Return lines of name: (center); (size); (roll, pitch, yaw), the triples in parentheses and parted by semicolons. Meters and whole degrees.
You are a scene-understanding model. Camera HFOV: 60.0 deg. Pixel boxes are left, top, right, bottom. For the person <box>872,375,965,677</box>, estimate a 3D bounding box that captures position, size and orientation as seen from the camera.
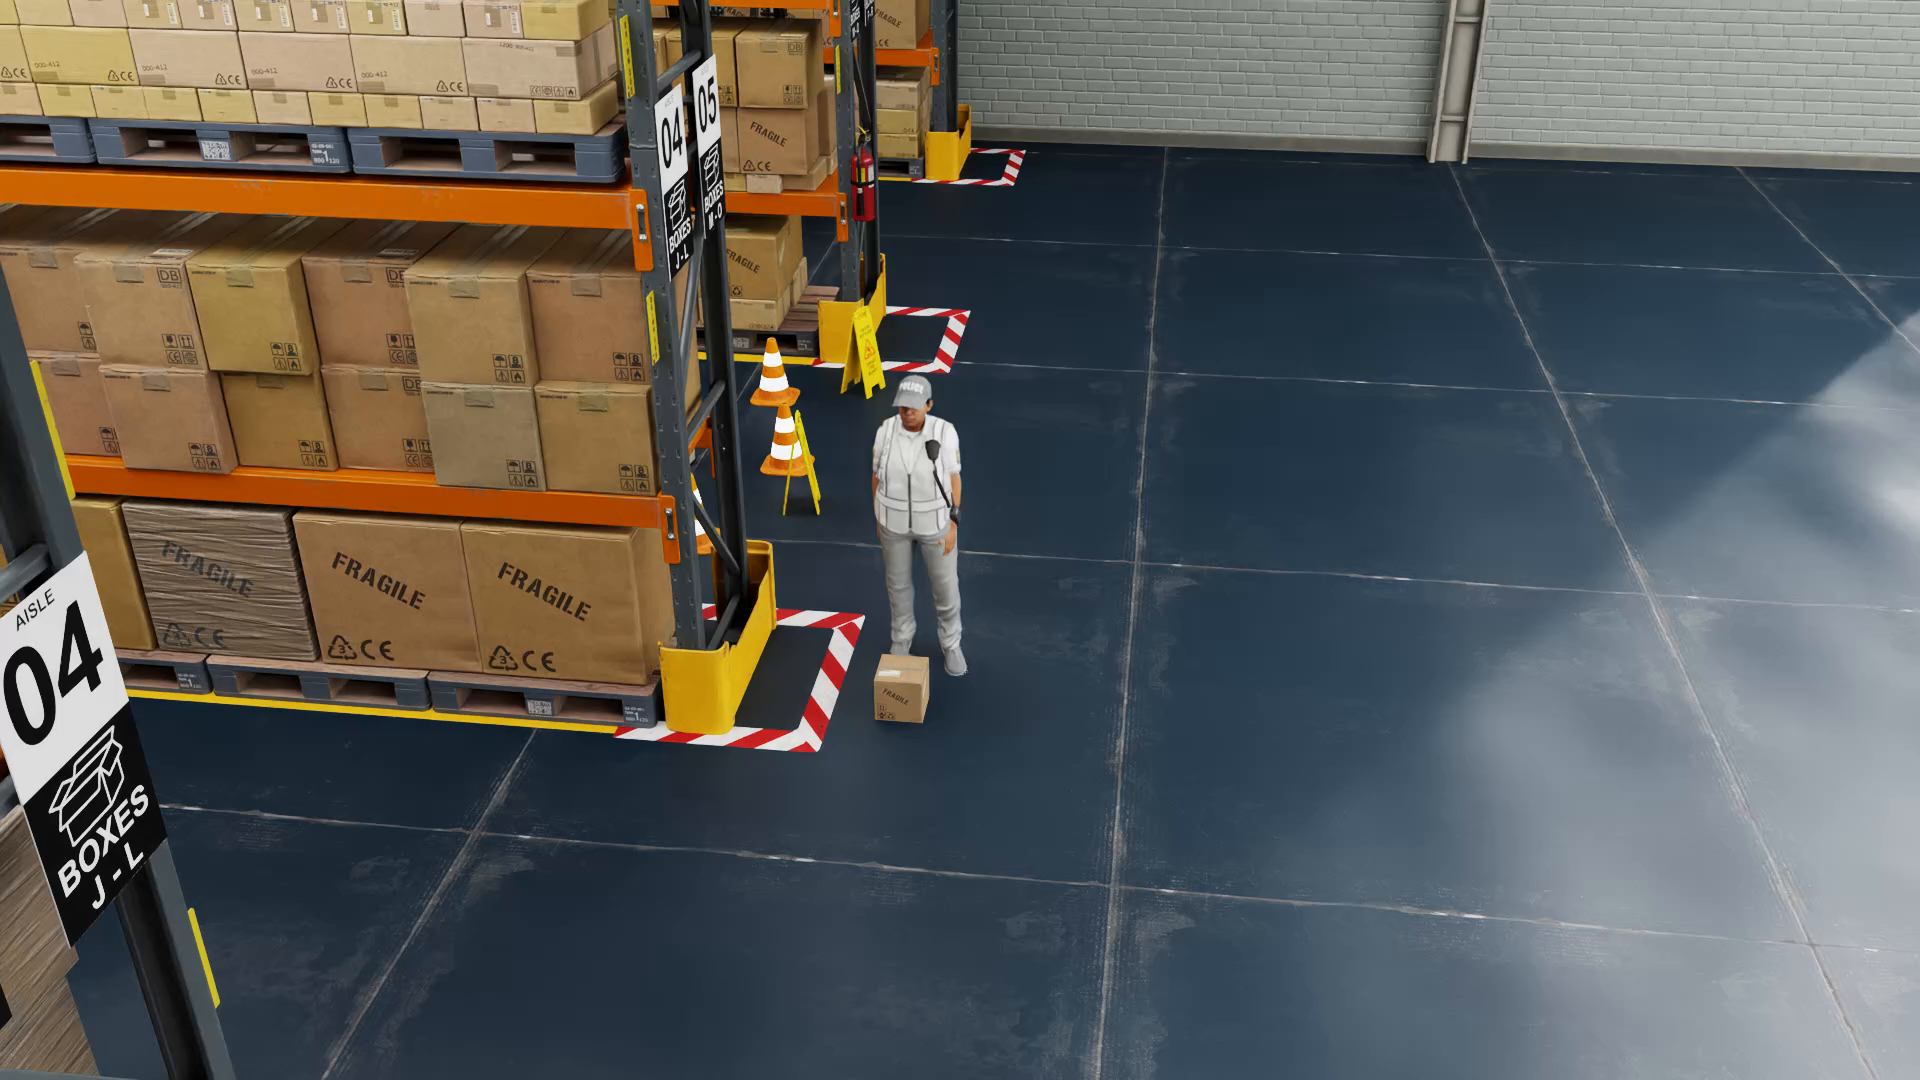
person: (-0.213, -0.071, 8.749); (0.505, 1.686, 0.383); (4, 29, 8)
